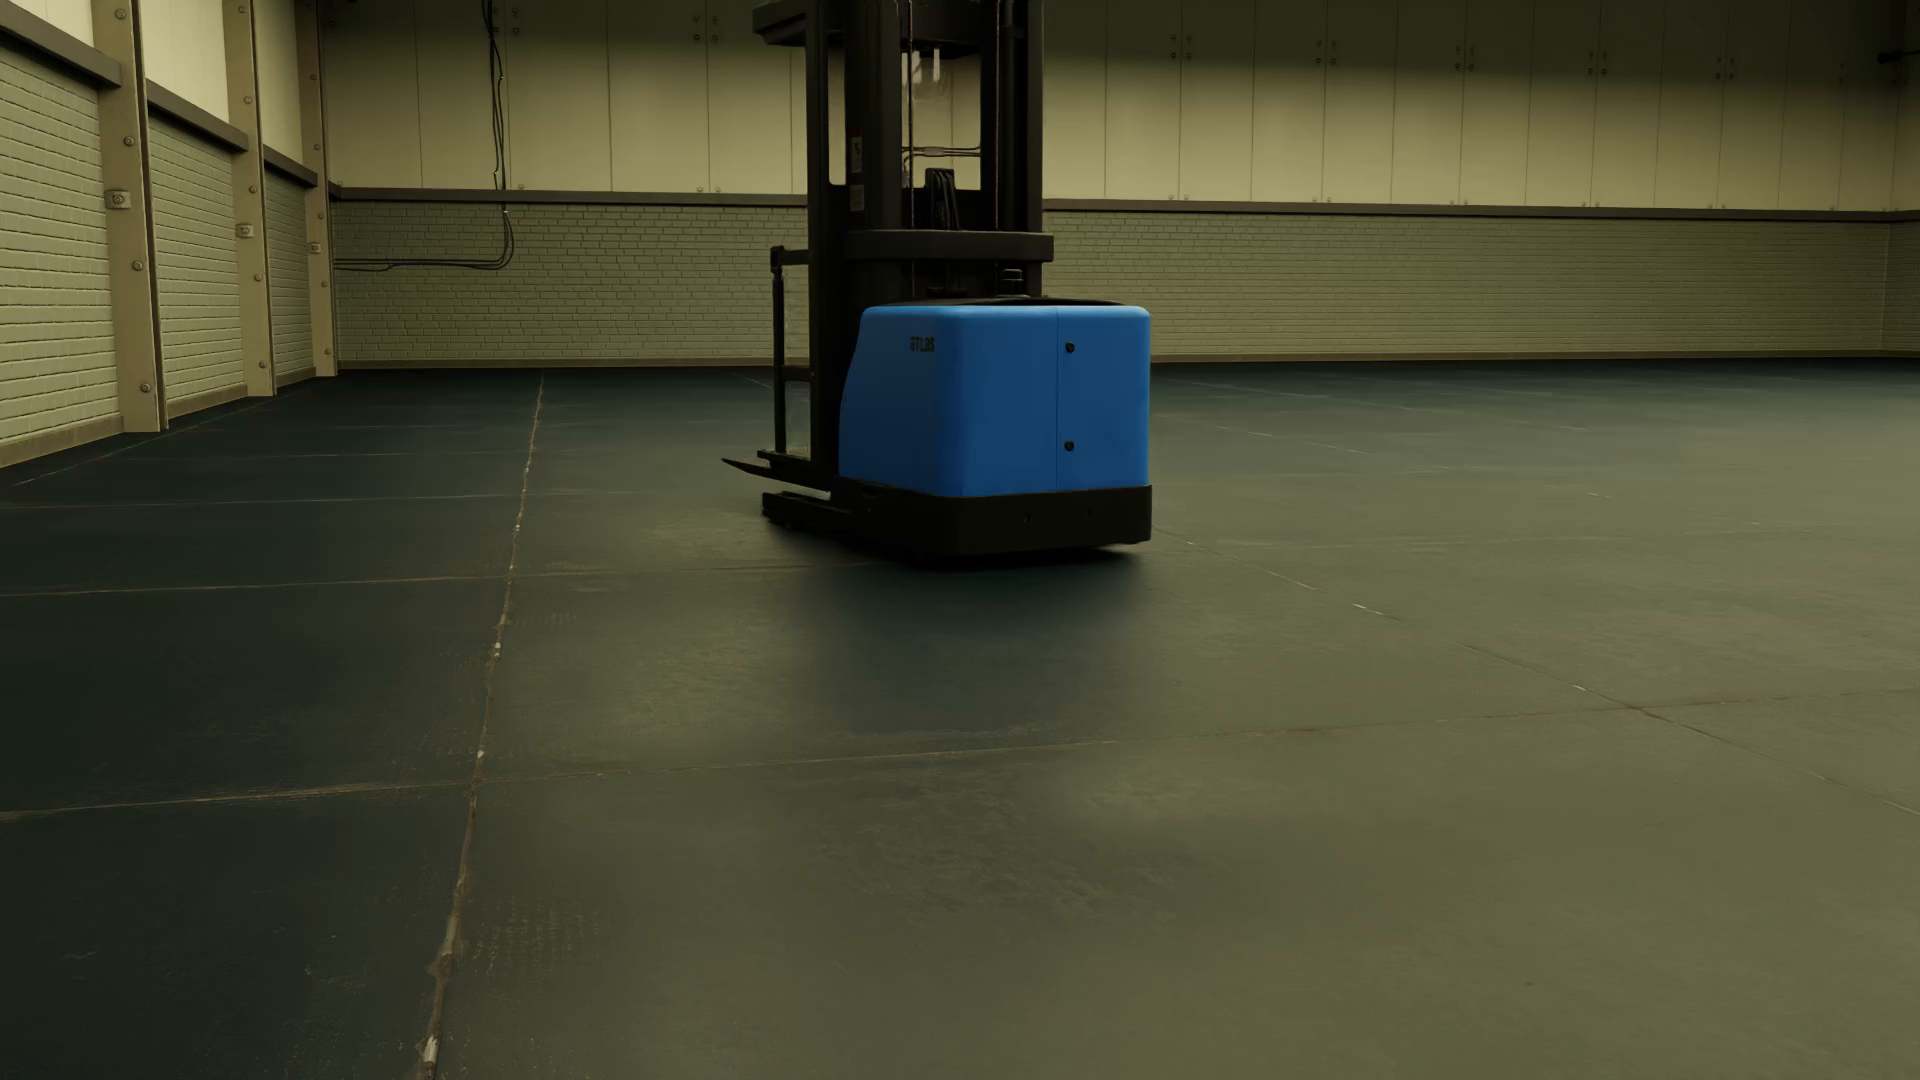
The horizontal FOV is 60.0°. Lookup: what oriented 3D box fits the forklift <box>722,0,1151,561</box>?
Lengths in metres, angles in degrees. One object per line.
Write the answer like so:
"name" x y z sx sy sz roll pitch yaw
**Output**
"forklift" -0.324 -1.529 8.054 1.130 2.935 3.031 -4 9 -29
